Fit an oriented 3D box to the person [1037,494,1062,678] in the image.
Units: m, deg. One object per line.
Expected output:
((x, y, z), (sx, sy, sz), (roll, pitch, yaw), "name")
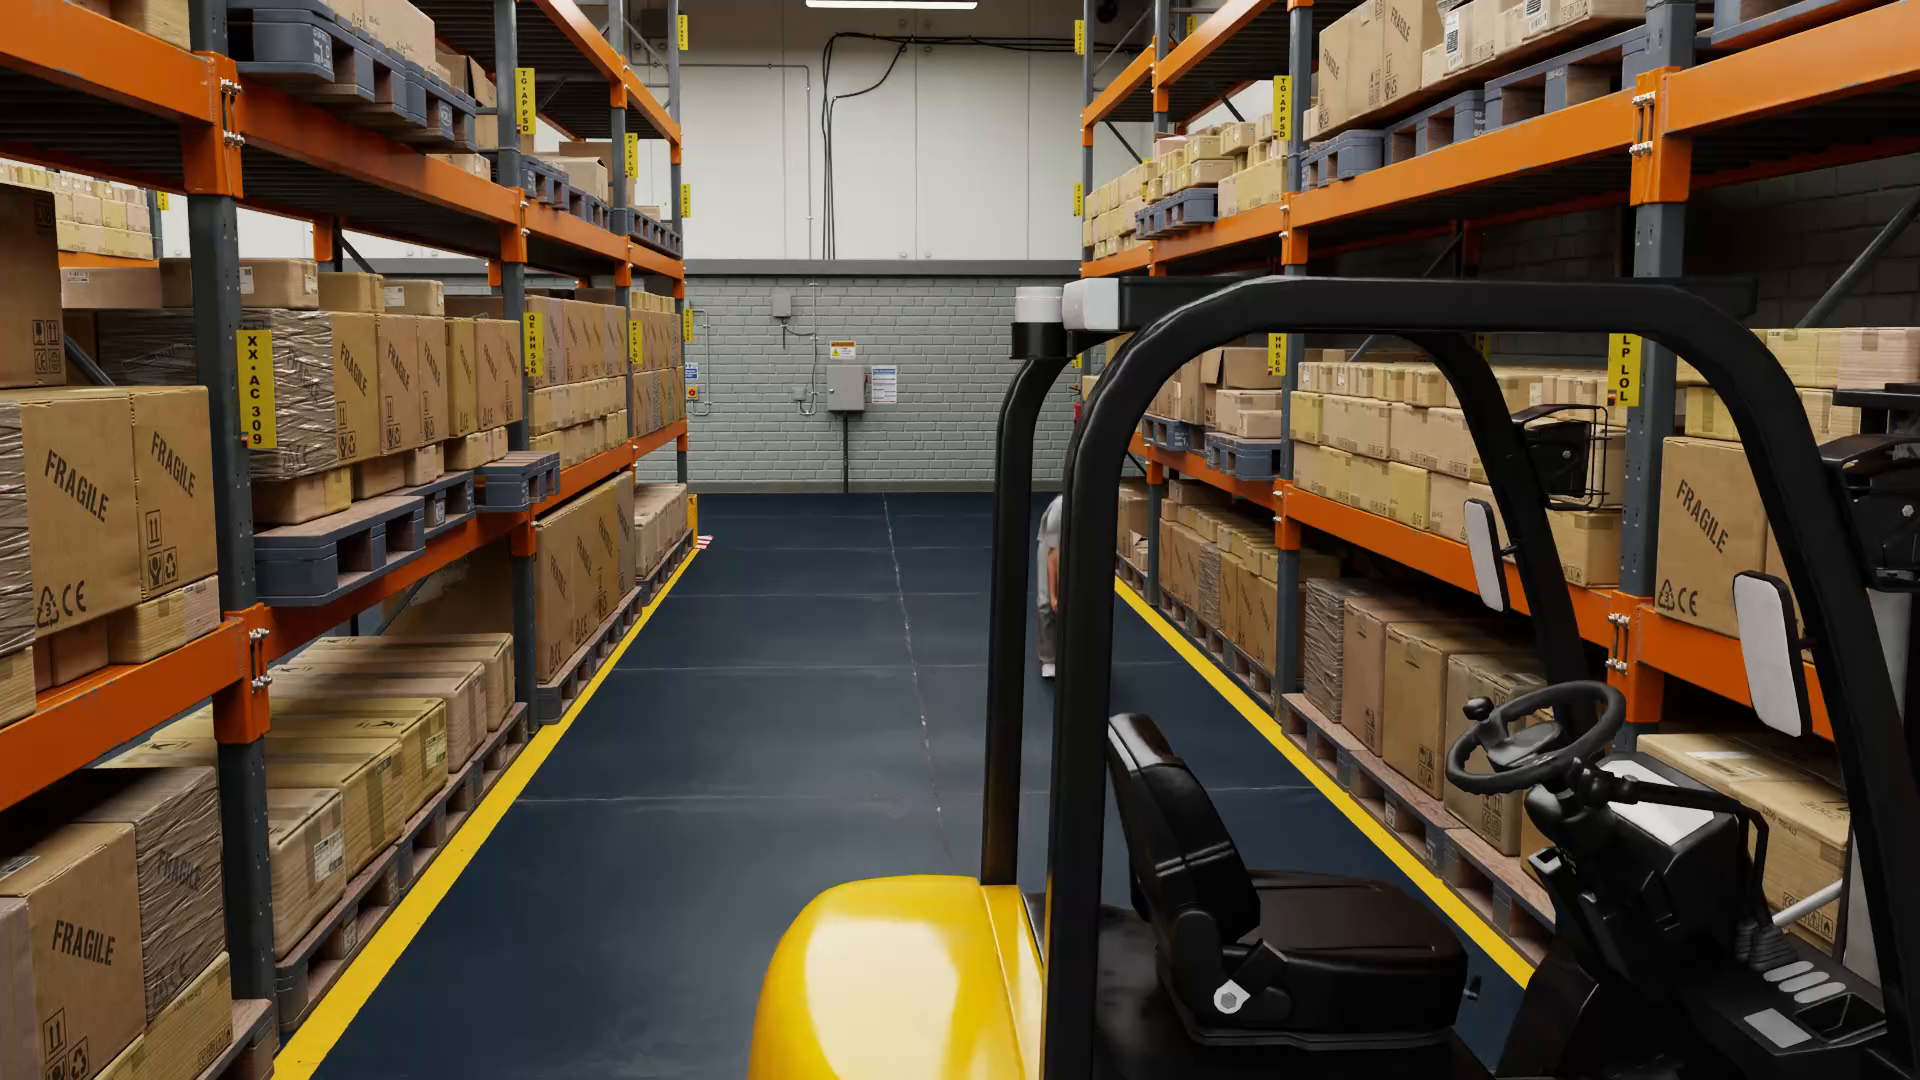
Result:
((0.691, 0.242, 10.037), (0.414, 1.252, 0.833), (-1, 7, -6), "person")
